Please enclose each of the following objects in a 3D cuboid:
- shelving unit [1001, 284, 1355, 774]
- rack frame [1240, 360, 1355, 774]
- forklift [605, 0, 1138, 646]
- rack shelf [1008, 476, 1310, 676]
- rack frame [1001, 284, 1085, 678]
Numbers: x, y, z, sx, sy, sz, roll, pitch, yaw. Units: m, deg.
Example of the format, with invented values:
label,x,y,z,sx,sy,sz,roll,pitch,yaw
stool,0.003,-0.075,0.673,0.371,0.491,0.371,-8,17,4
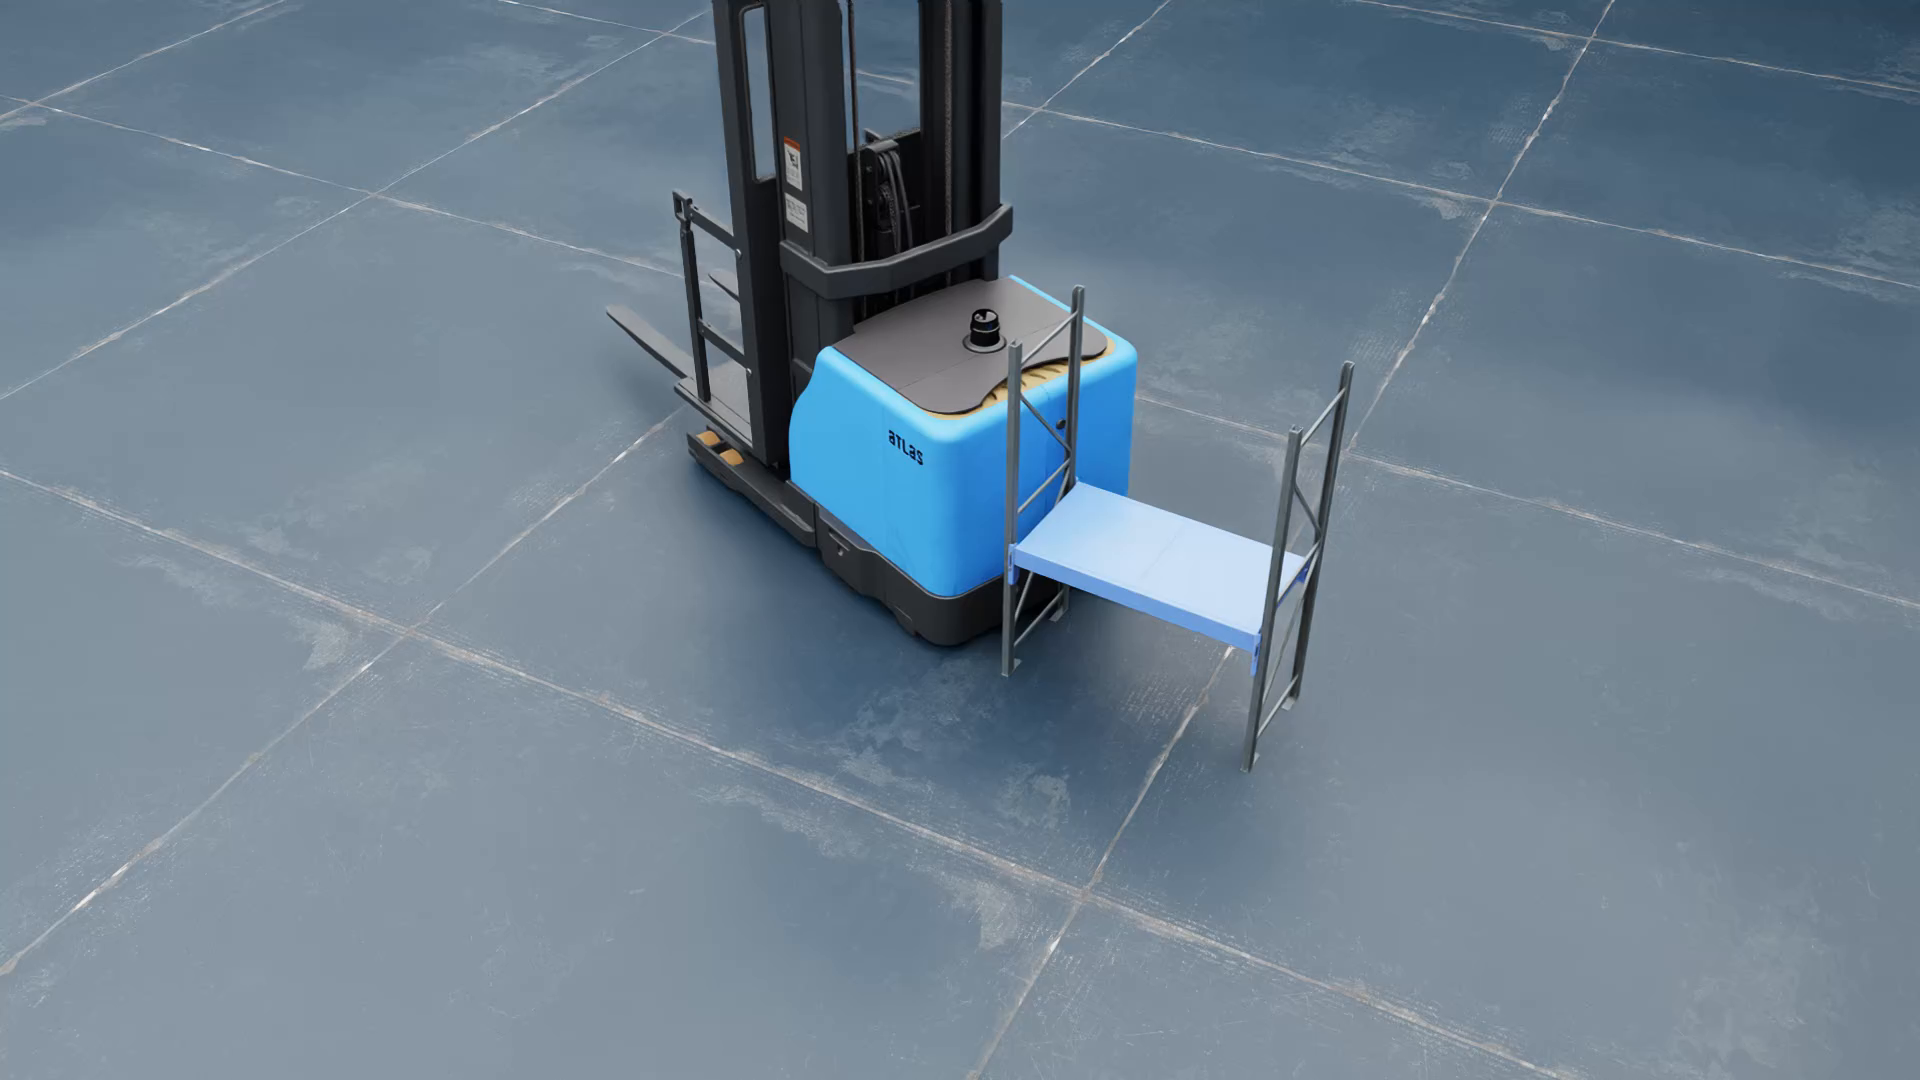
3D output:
label,x,y,z,sx,sy,sz,roll,pitch,yaw
shelving unit,0.741,-0.029,6.048,1.048,1.500,0.538,20,42,24
rack frame,1.176,0.130,5.838,0.032,1.500,0.500,20,42,24
forklift,-0.599,-1.579,6.906,1.130,2.935,3.031,-26,44,-30
rack shelf,0.741,0.114,6.157,1.000,0.185,0.538,20,42,24
rack frame,0.306,-0.189,6.258,0.032,1.500,0.500,20,42,24
